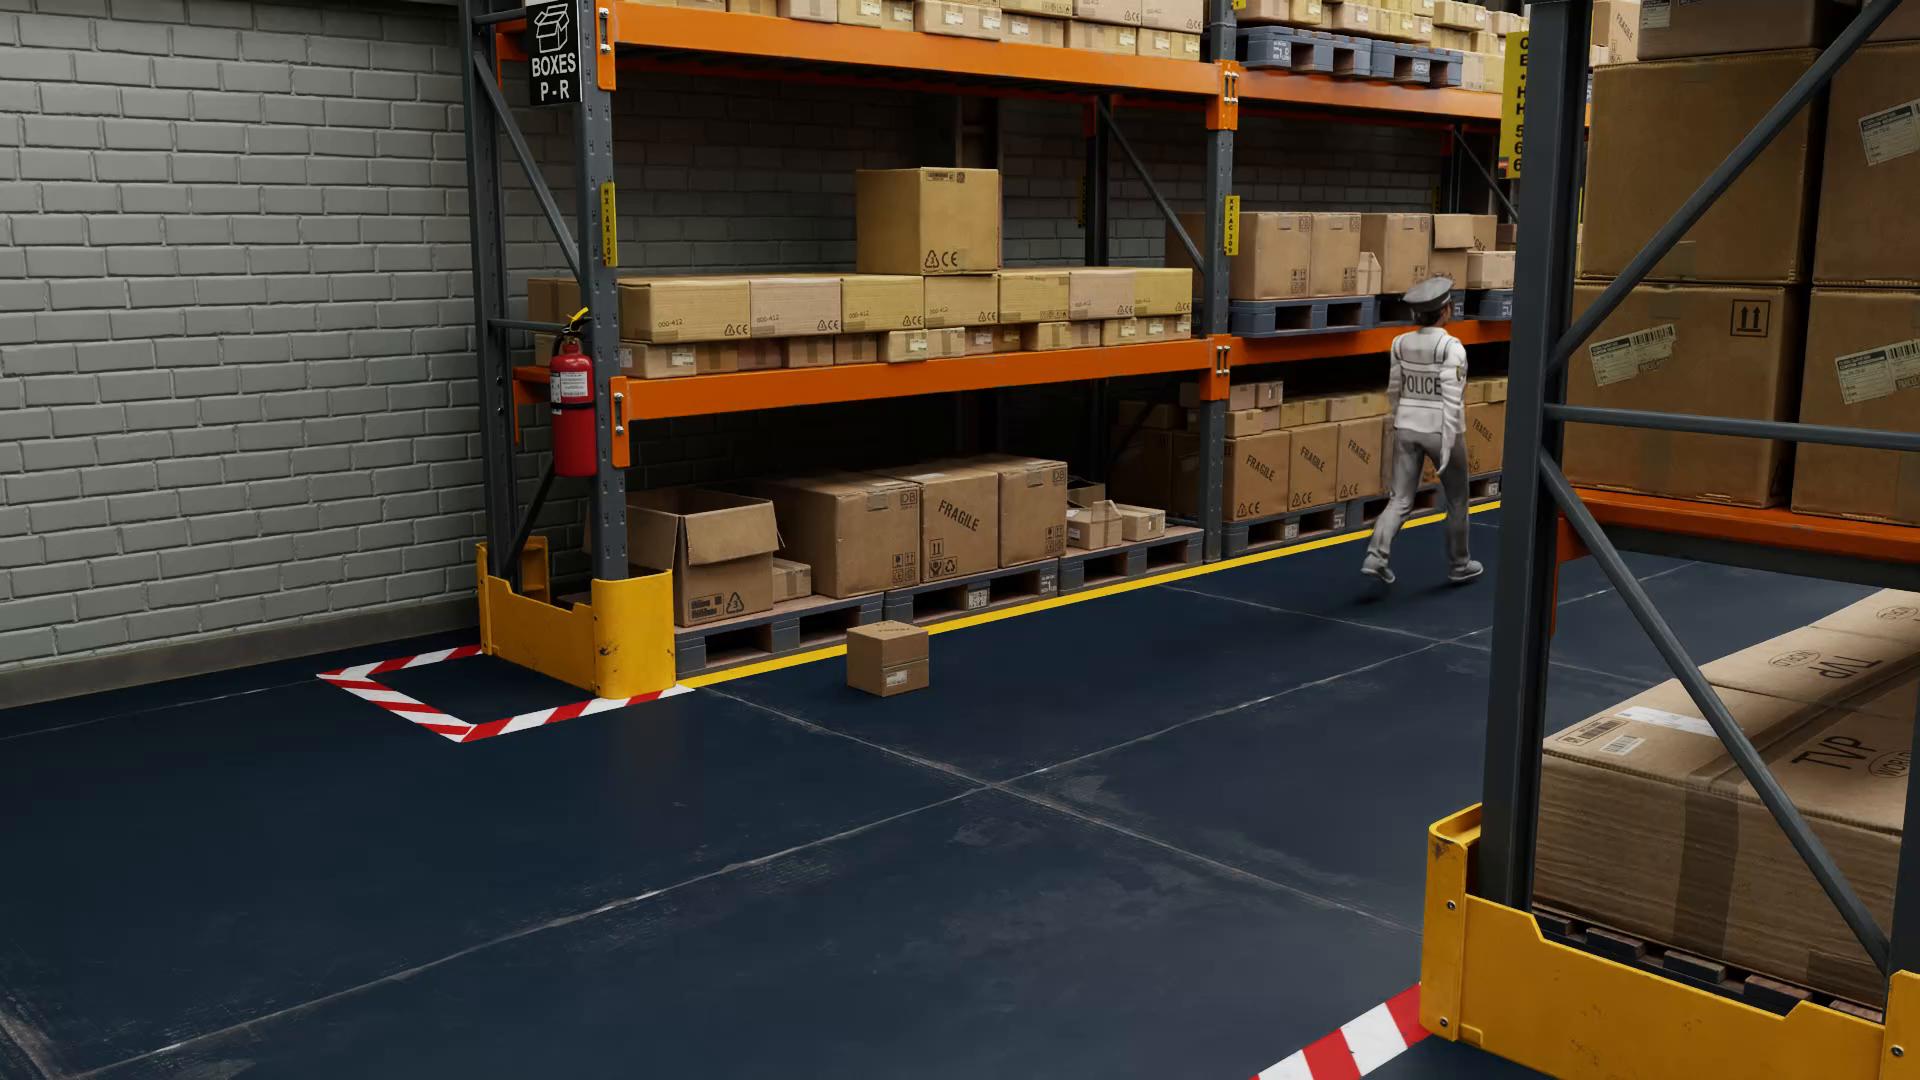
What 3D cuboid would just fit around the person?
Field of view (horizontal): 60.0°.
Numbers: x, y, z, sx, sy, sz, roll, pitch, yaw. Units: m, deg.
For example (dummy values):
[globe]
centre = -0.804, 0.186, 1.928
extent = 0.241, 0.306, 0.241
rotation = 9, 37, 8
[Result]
[person]
centre = 2.469, -0.567, 8.824
extent = 0.481, 1.643, 0.972
rotation = 10, 15, 42
